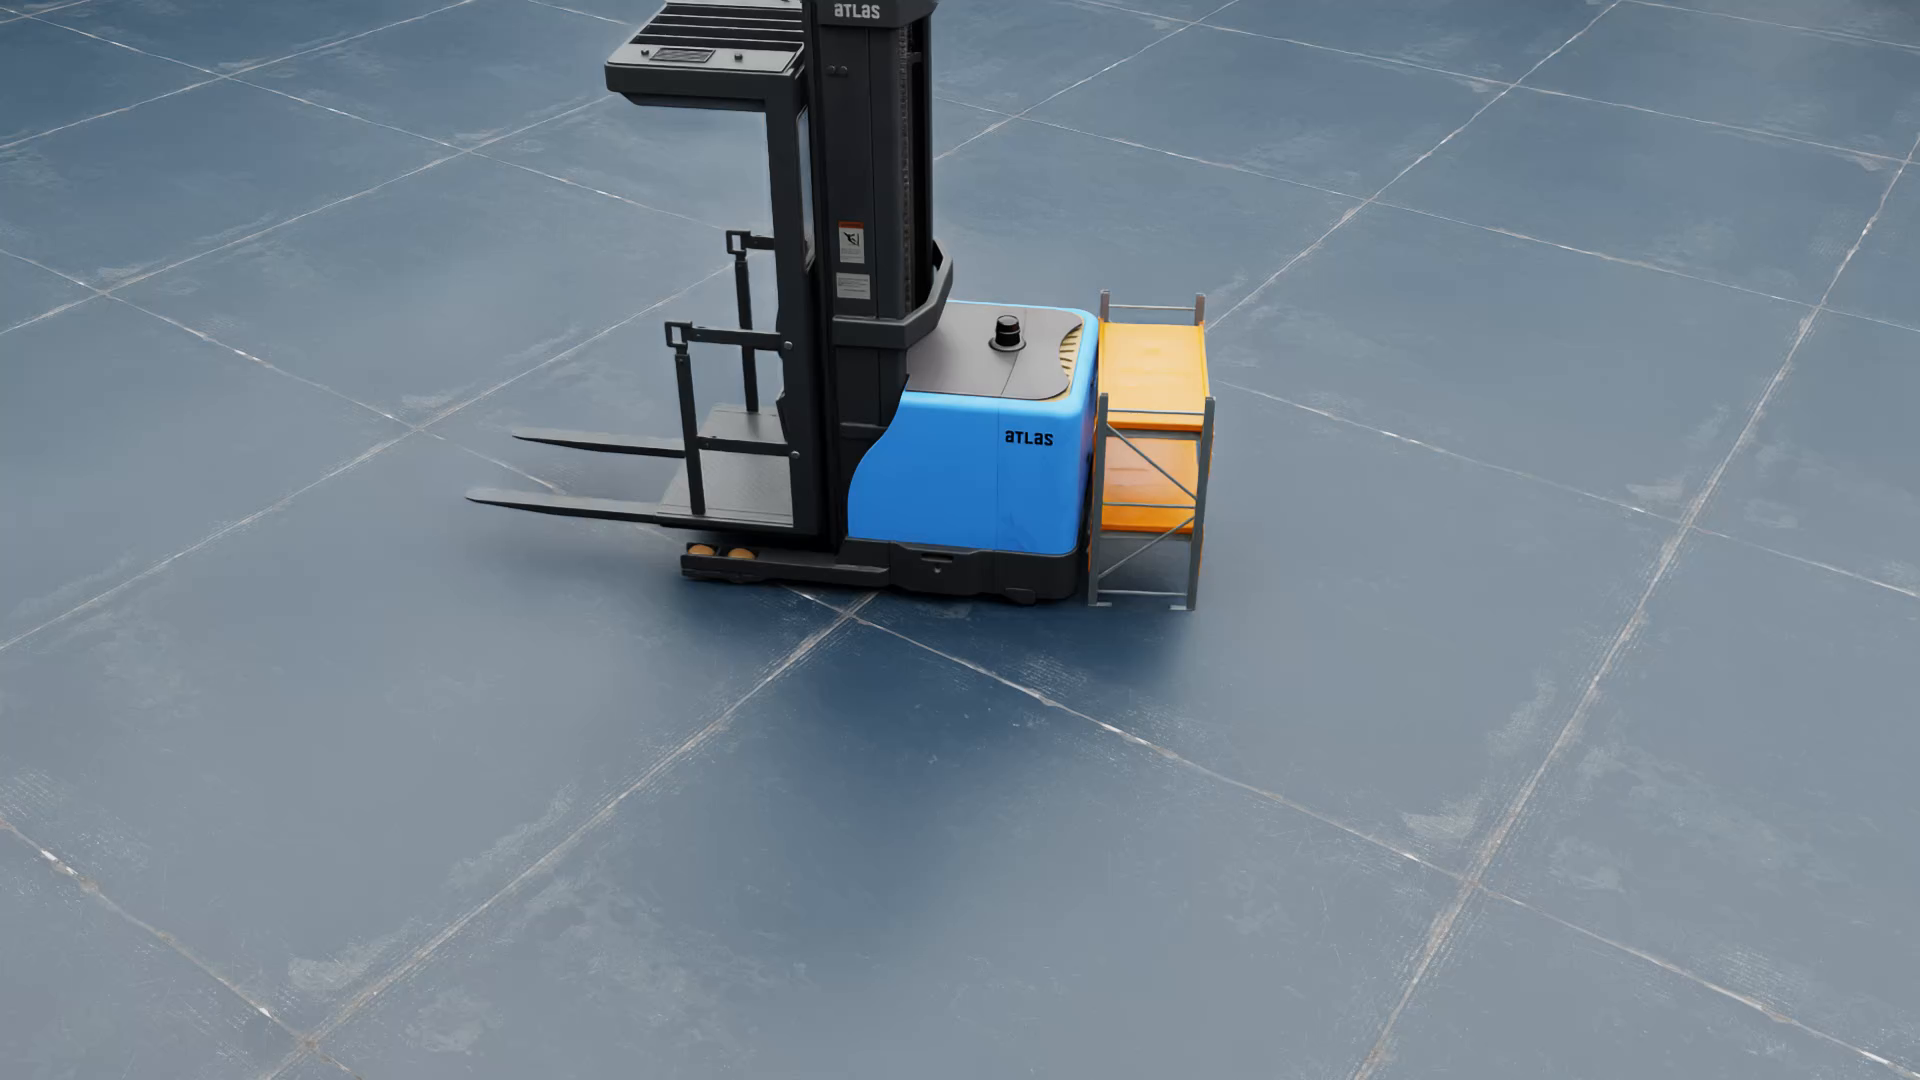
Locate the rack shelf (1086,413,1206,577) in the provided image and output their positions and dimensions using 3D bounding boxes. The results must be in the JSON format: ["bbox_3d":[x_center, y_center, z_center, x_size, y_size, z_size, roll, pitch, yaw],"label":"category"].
[{"bbox_3d":[0.888,-0.234,8.028,0.538,0.278,1.000,3,34,4],"label":"rack shelf"}]

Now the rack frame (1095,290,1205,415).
[{"bbox_3d":[0.928,-0.720,8.311,0.500,1.125,0.032,3,34,4],"label":"rack frame"}]

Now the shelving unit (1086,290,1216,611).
[{"bbox_3d":[0.888,-0.437,7.891,0.538,1.125,1.048,3,34,4],"label":"shelving unit"}]

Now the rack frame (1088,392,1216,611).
[{"bbox_3d":[0.848,-0.153,7.472,0.500,1.125,0.032,3,34,4],"label":"rack frame"}]

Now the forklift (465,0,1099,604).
[{"bbox_3d":[-0.886,-1.292,7.544,3.031,2.935,1.130,5,34,7],"label":"forklift"}]

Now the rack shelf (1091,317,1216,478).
[{"bbox_3d":[0.888,-0.679,7.727,0.538,0.278,1.000,3,34,4],"label":"rack shelf"}]
